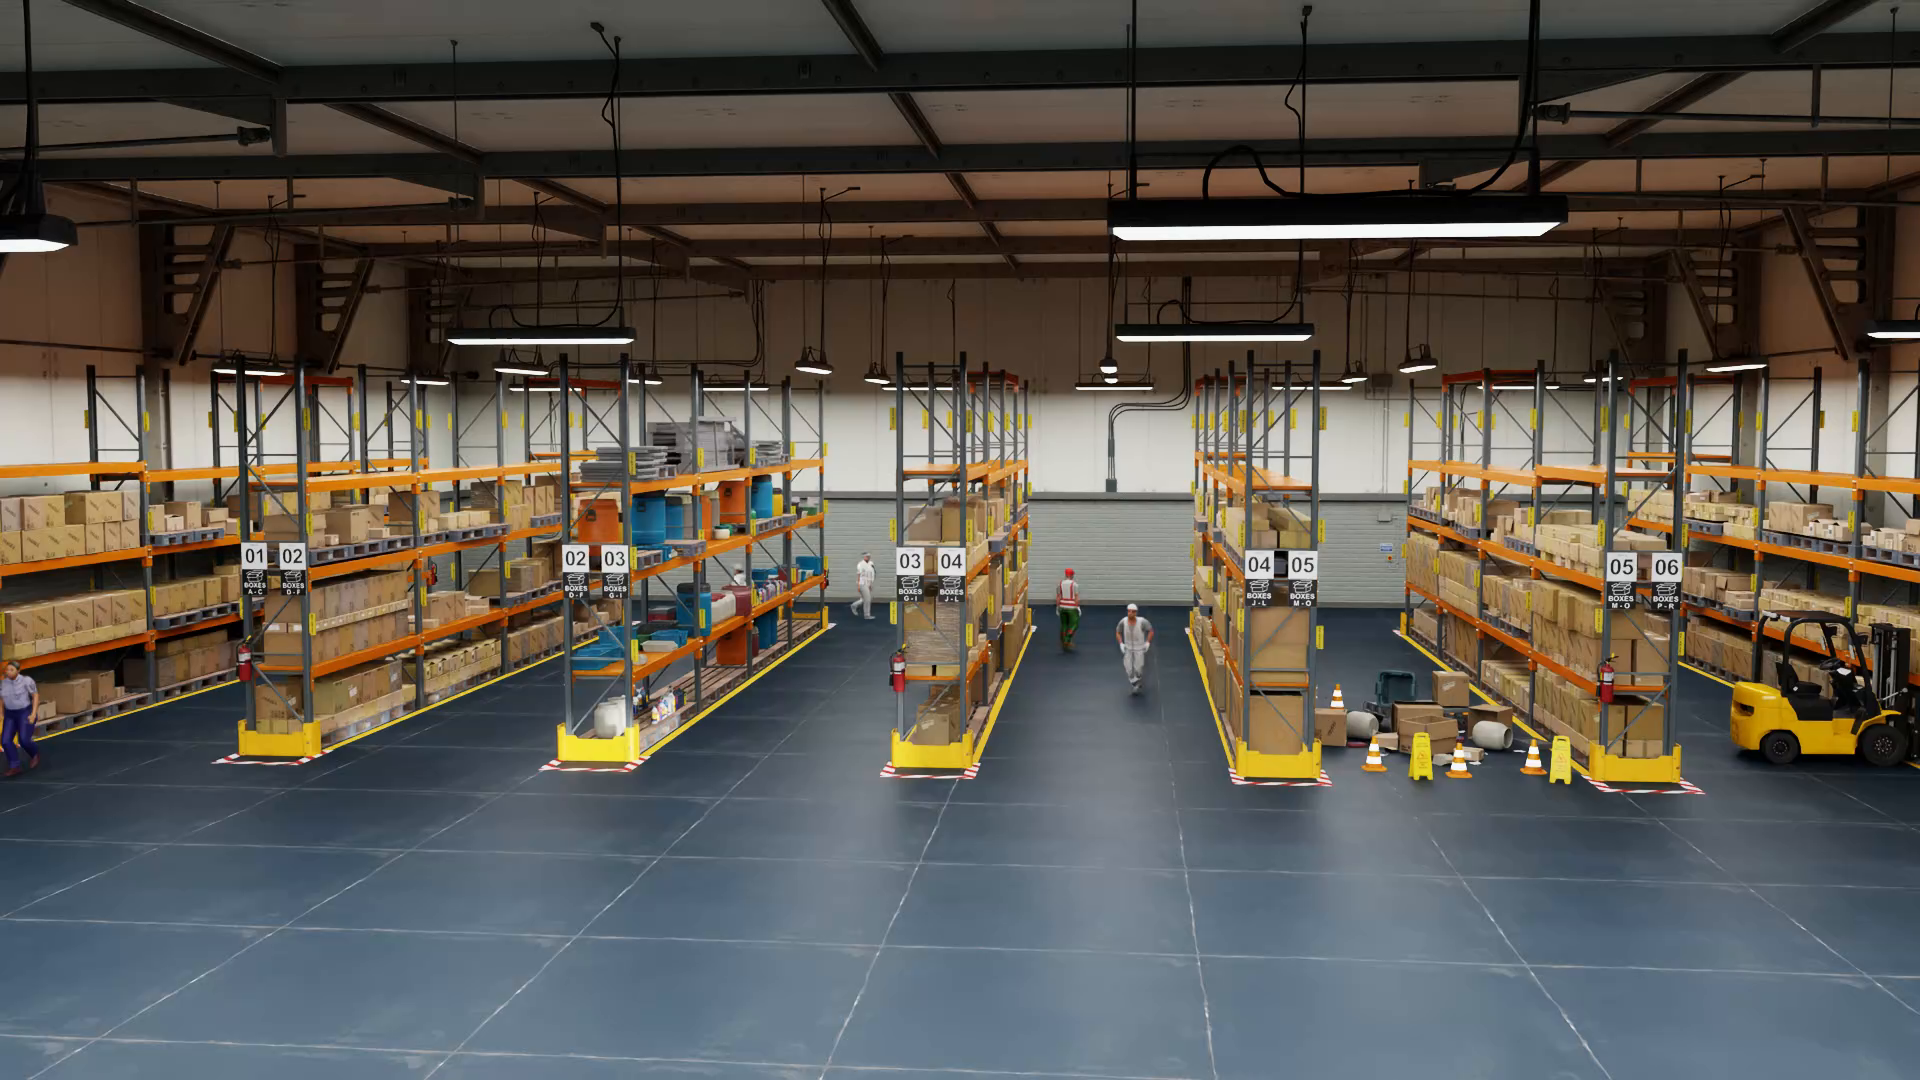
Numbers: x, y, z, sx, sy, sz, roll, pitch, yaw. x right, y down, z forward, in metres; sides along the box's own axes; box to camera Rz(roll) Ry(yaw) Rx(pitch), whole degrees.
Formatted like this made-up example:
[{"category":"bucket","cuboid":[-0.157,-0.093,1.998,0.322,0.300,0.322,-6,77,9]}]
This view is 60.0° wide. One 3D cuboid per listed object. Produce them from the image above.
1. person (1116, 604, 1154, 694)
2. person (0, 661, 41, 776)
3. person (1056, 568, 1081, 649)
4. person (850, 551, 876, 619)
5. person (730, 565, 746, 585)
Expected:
[{"category":"person","cuboid":[3.205,1.996,30.520,0.692,1.688,0.615,1,4,16]},{"category":"person","cuboid":[-13.411,2.523,23.745,0.571,1.617,0.558,0,4,3]},{"category":"person","cuboid":[2.369,1.515,36.561,0.587,1.787,0.534,3,5,35]},{"category":"person","cuboid":[-2.455,1.126,42.228,0.828,1.722,0.530,2,5,26]},{"category":"person","cuboid":[-5.222,1.396,39.398,0.788,1.640,0.543,2,4,22]}]
